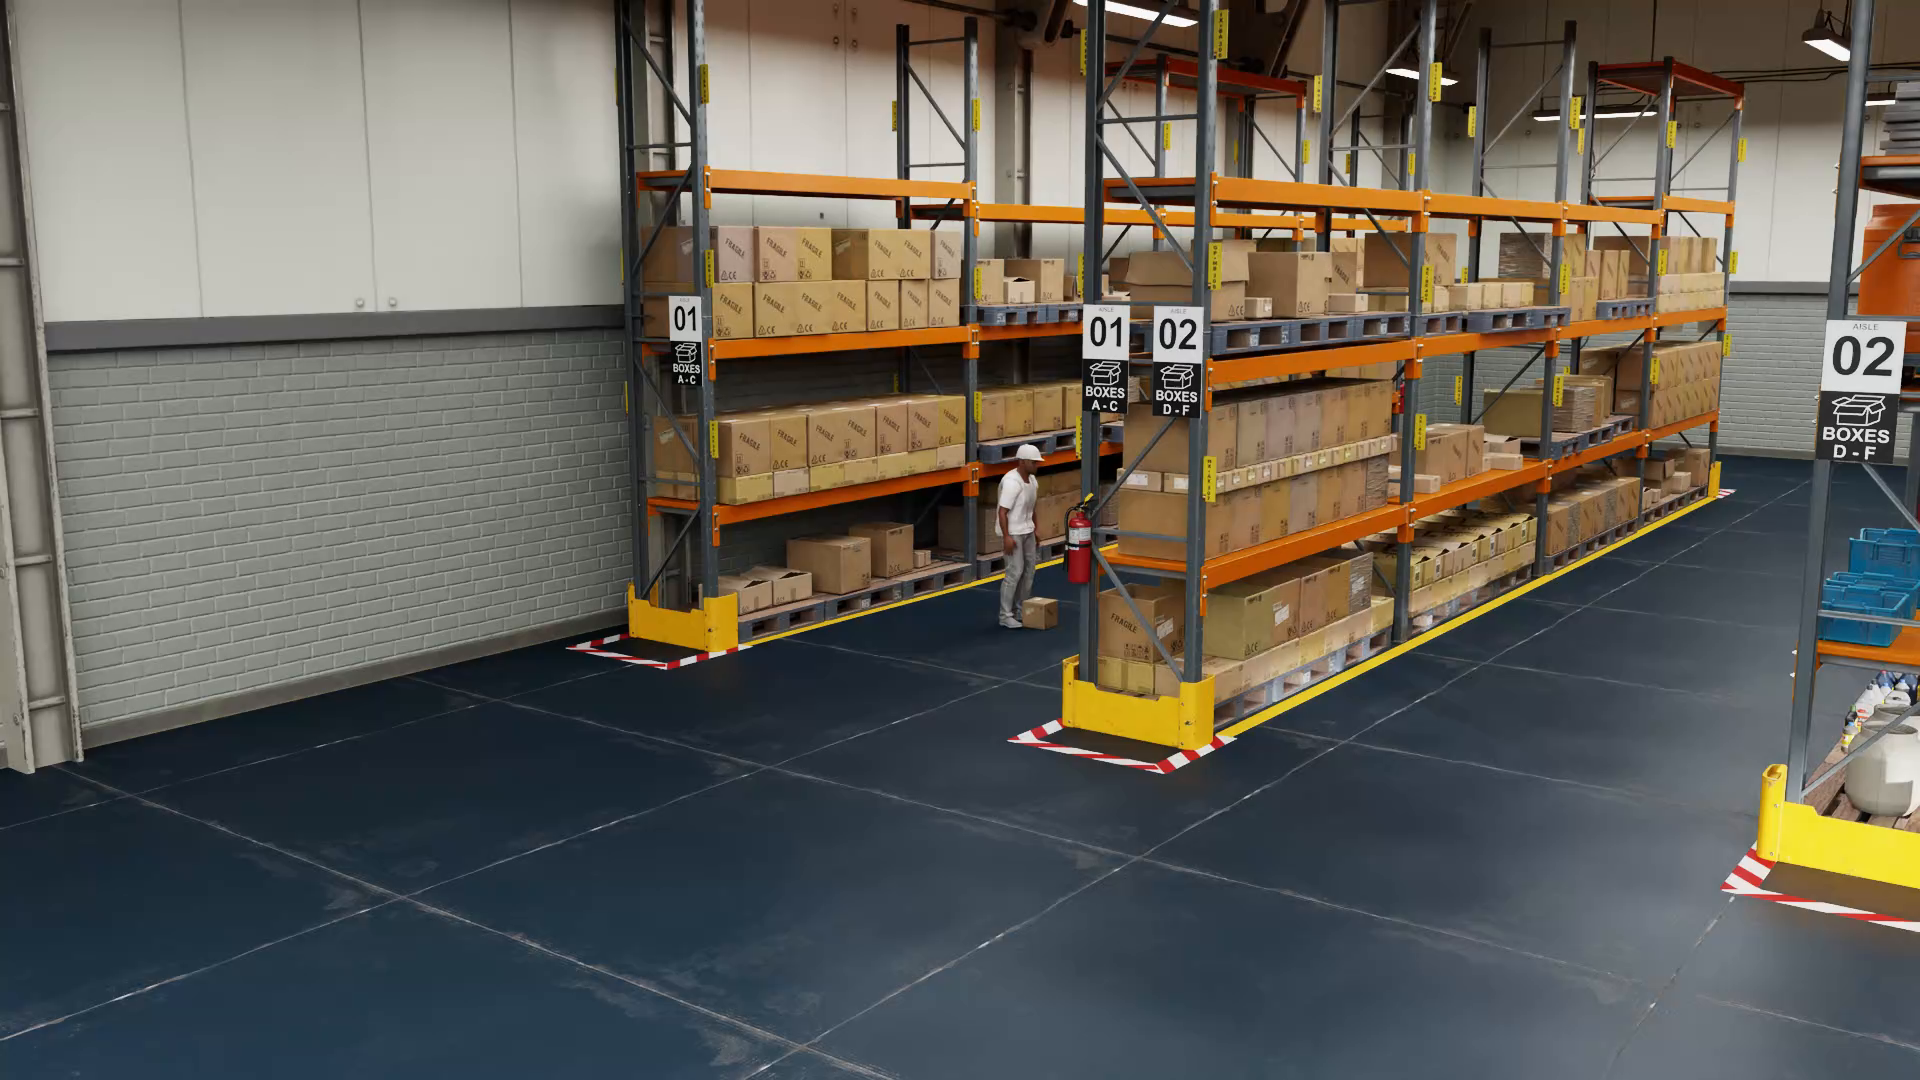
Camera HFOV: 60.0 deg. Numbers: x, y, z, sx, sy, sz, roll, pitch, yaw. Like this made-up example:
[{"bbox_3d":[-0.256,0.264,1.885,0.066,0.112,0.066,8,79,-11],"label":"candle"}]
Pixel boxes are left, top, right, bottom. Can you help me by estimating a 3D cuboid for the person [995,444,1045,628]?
[{"bbox_3d":[0.594,-0.054,16.159,0.459,1.760,0.634,6,12,32],"label":"person"}]
